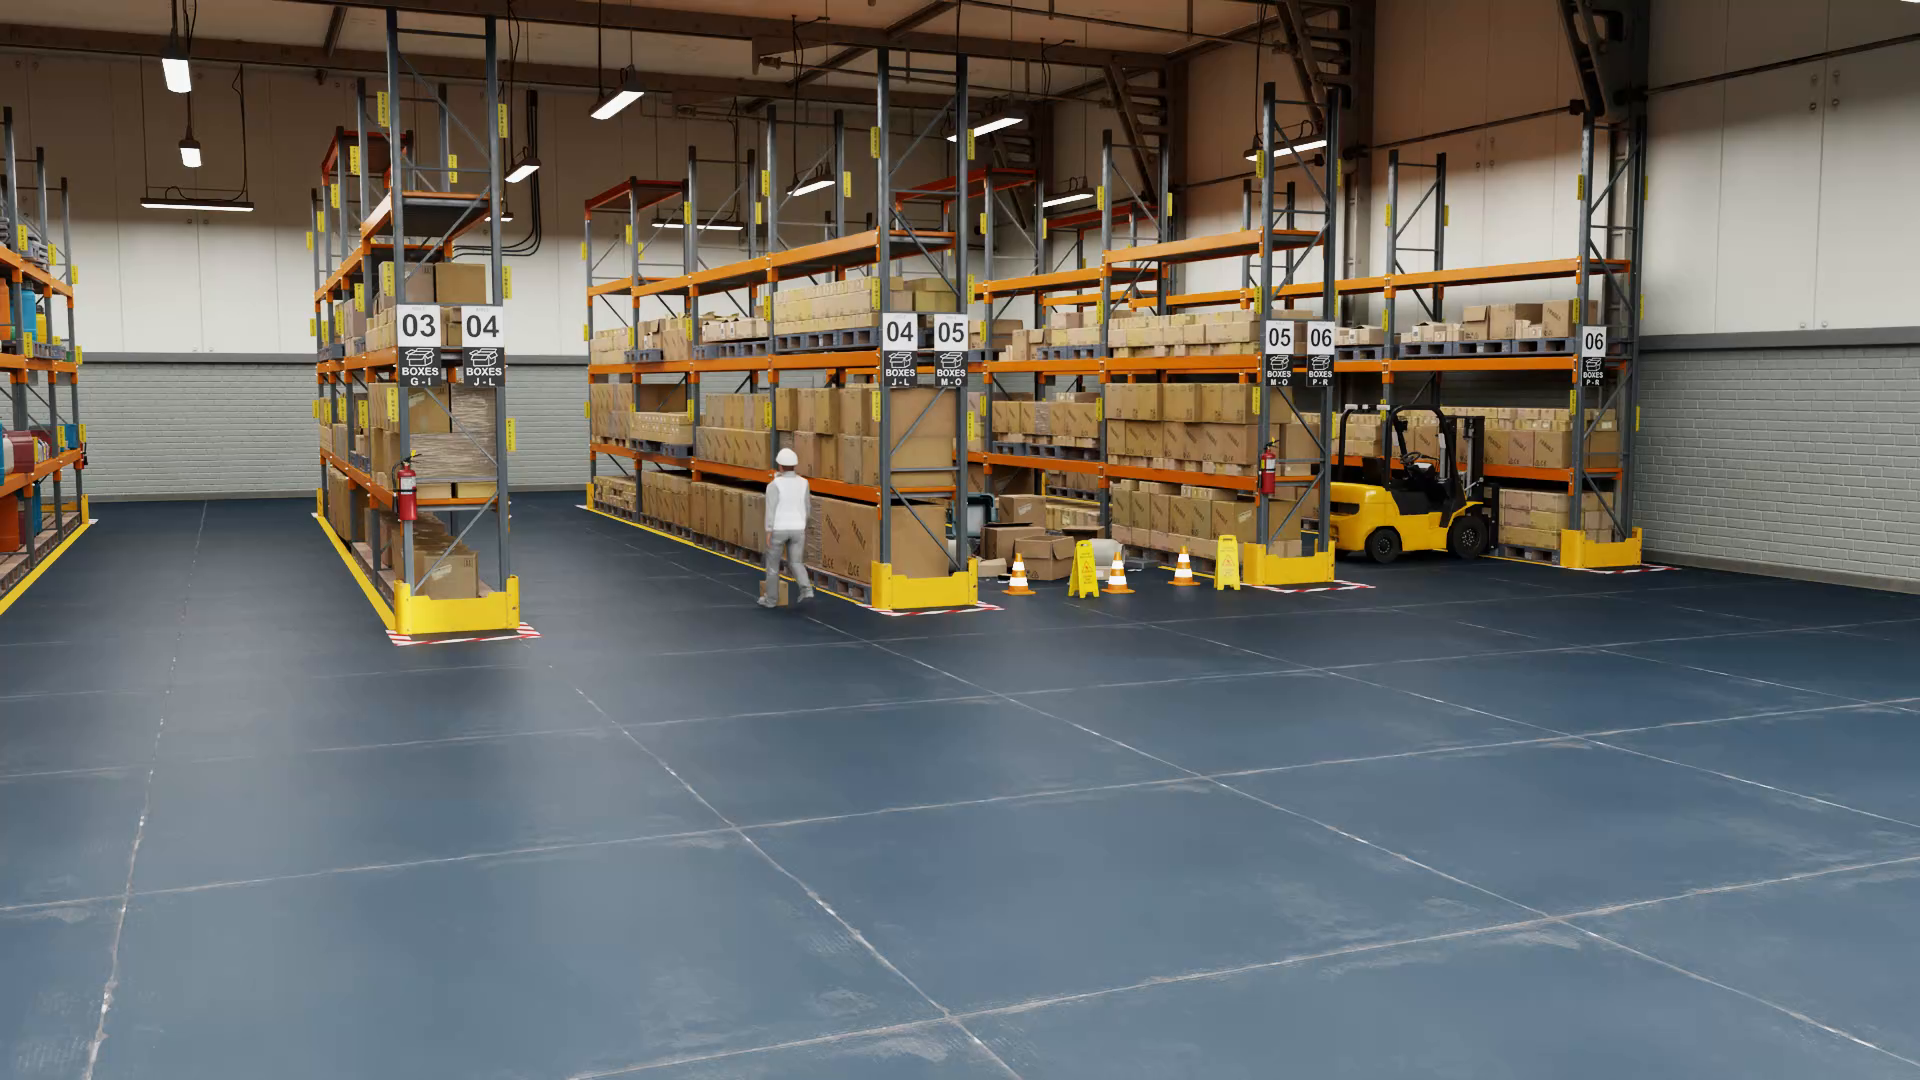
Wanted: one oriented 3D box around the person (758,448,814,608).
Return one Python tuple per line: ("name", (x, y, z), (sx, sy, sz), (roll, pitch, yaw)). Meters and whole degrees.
("person", (-1.893, -0.121, 18.004), (0.547, 1.749, 0.839), (-3, 6, -29))
